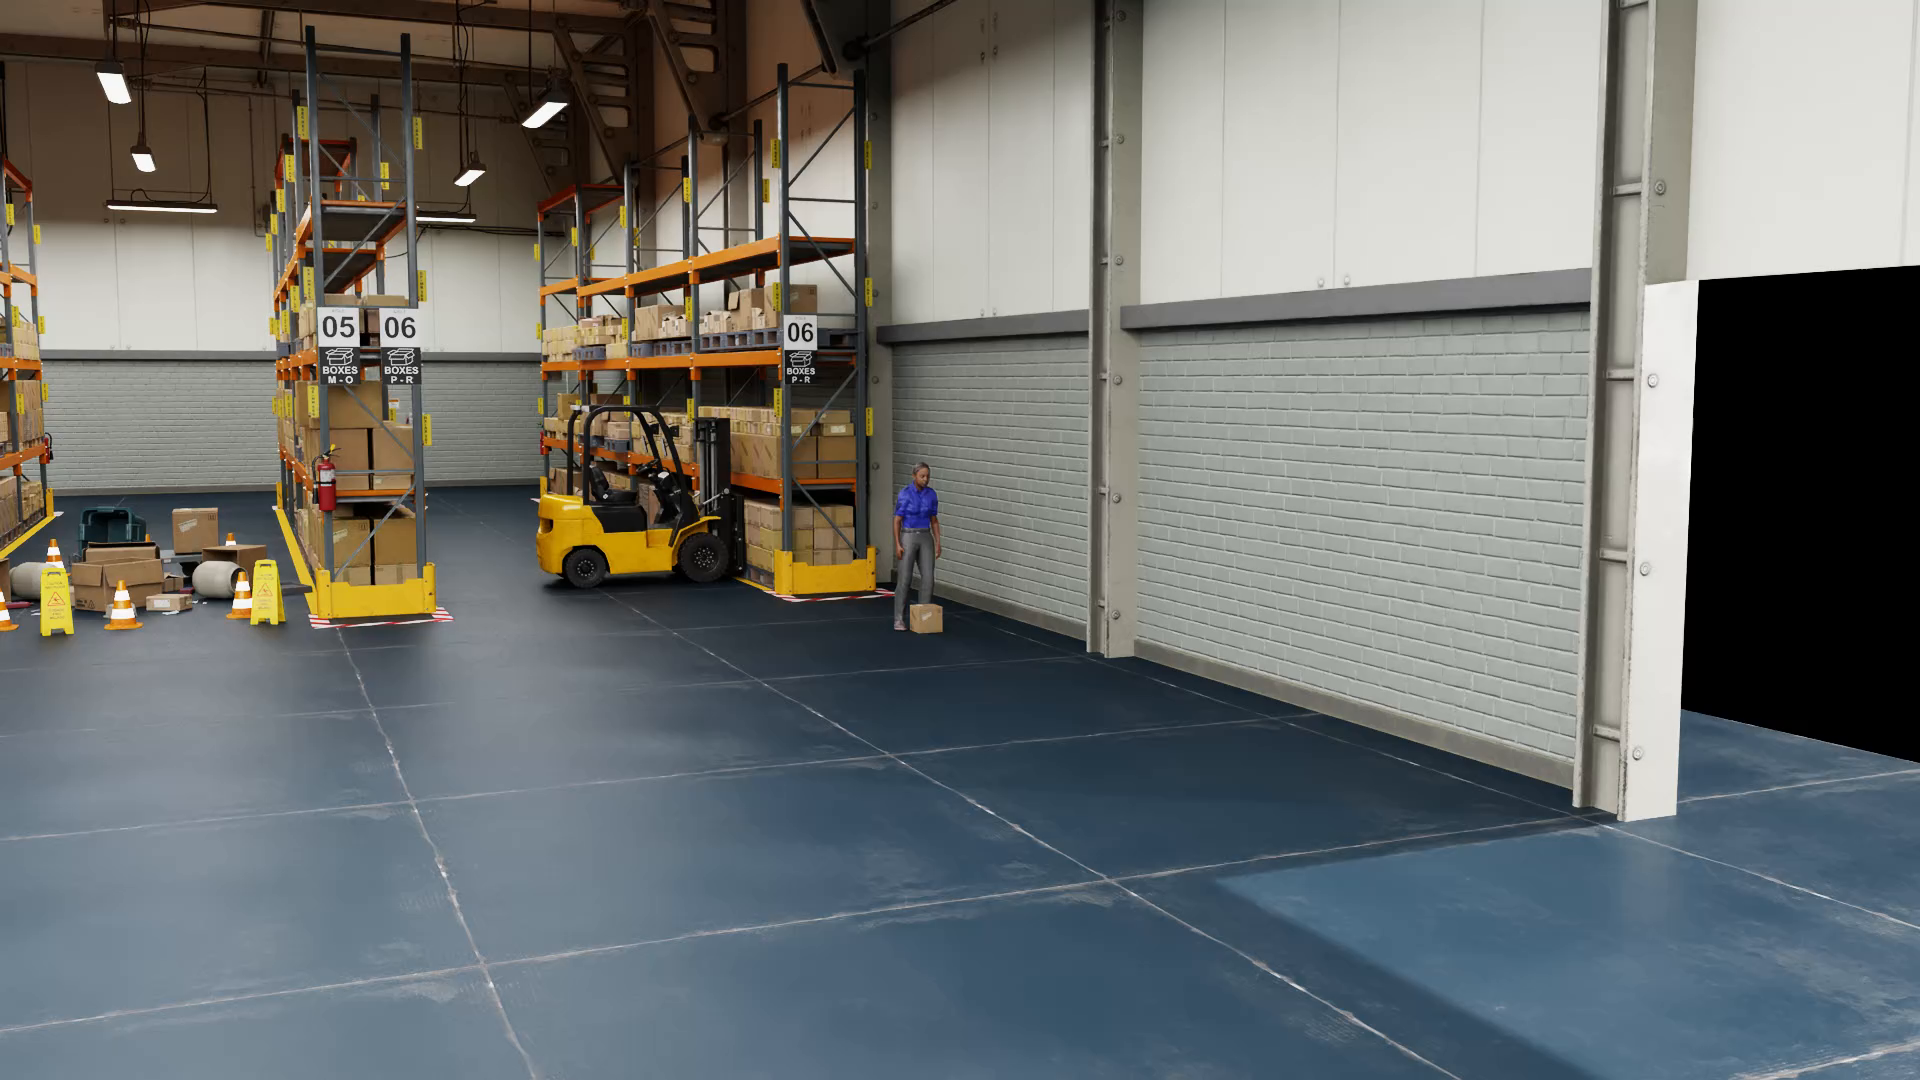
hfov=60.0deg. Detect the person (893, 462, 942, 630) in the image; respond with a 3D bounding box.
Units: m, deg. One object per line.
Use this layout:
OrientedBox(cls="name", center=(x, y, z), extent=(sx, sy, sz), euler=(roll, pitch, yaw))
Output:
OrientedBox(cls="person", center=(-0.423, 0.054, 16.462), extent=(0.528, 1.656, 0.394), euler=(-3, 6, -26))
